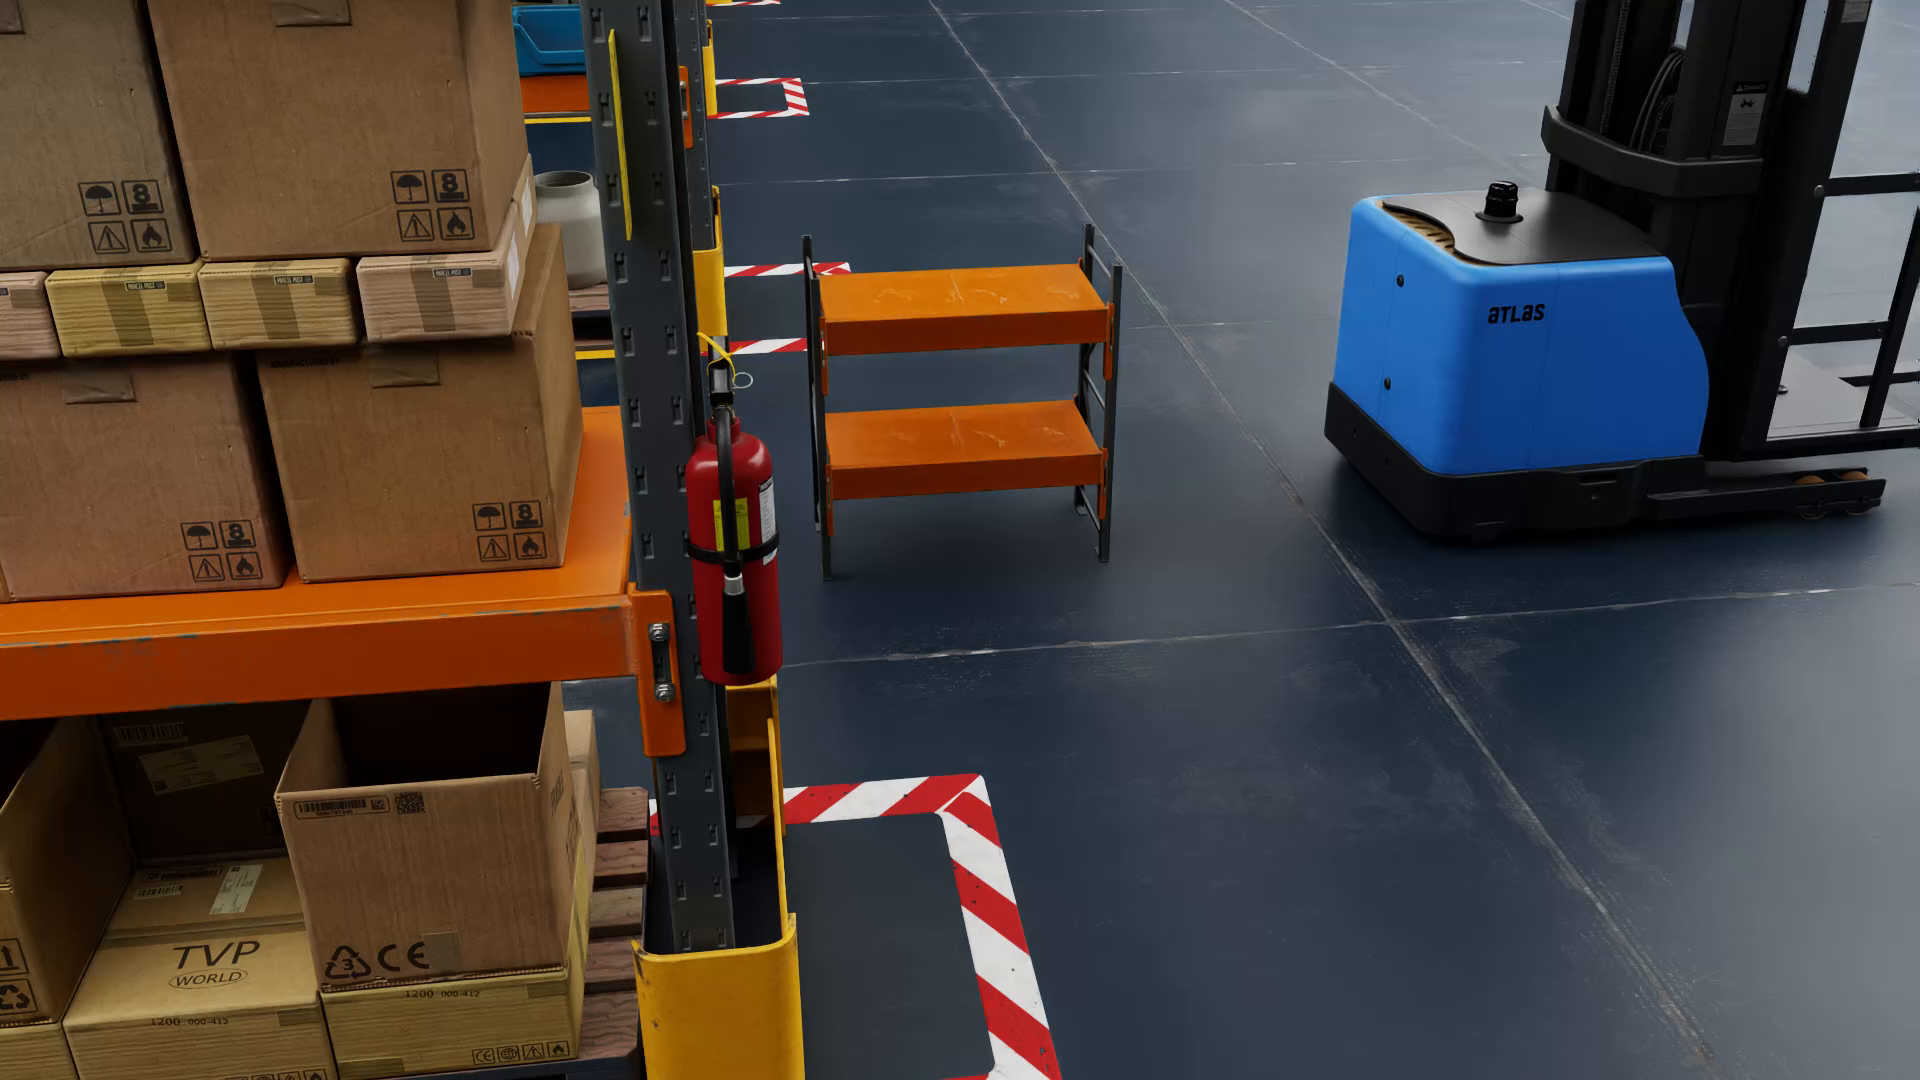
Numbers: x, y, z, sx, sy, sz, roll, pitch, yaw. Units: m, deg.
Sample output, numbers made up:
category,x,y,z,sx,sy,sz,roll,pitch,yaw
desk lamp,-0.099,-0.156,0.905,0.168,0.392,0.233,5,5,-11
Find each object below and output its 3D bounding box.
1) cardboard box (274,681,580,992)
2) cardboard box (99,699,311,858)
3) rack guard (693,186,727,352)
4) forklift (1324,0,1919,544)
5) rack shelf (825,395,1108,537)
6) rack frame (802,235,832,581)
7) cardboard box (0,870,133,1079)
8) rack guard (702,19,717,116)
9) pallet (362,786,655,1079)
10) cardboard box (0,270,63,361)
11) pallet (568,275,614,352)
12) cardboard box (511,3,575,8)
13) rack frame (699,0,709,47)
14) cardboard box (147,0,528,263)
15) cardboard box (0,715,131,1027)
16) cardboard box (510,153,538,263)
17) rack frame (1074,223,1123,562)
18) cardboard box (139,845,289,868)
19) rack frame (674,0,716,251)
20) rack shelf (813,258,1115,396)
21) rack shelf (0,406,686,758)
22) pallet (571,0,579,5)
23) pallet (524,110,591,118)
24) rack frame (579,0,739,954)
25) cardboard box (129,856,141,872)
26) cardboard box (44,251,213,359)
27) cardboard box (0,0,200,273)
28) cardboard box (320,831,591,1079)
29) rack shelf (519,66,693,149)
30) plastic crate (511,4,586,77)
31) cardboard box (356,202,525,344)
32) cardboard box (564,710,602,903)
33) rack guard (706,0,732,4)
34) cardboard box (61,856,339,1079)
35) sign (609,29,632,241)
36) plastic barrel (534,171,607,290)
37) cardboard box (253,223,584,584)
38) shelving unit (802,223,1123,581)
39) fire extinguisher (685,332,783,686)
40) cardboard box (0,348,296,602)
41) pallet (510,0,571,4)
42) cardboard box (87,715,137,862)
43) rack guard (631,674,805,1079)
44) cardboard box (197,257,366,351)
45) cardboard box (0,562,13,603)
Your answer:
category,x,y,z,sx,sy,sz,roll,pitch,yaw
cardboard box,-1.107,0.584,3.556,0.500,0.500,0.500,-4,27,-7
cardboard box,-1.675,0.382,3.951,0.500,0.500,0.500,-4,27,-7
rack guard,-1.373,-1.389,8.409,0.348,0.500,1.175,-4,27,-7
forklift,3.090,-1.614,6.185,3.031,2.935,1.130,-5,28,-10
rack shelf,-0.007,-0.282,6.104,1.000,0.278,0.538,-4,27,-7
rack frame,-0.510,-0.468,5.929,0.032,1.125,0.500,-4,27,-7
cardboard box,-2.096,0.987,3.593,0.500,0.250,0.500,-4,27,-7
rack guard,-2.069,-3.649,12.814,0.348,0.500,1.175,-4,27,-7
pallet,-1.369,1.021,4.029,1.213,0.211,1.003,-4,27,-7
cardboard box,-1.731,-0.461,3.043,0.250,0.149,0.380,-3,27,-6
pallet,-2.178,-1.211,8.379,1.213,0.211,1.003,-4,27,-7
cardboard box,-3.202,-3.755,12.560,0.500,0.500,0.500,3,27,6
rack frame,-1.994,-4.766,12.253,0.127,3.000,1.000,-4,27,-7
cardboard box,-1.134,-0.882,3.152,0.500,0.500,0.700,-4,27,-7
cardboard box,-2.096,0.654,3.419,0.500,0.500,0.500,-4,27,-7
cardboard box,-1.036,-0.693,3.494,0.250,0.149,0.380,-4,27,-7
rack frame,0.497,-0.532,6.055,0.032,1.125,0.500,-4,27,-7
cardboard box,-1.674,0.716,4.120,0.500,0.250,0.500,-4,27,-7
rack frame,-1.304,-2.527,7.889,0.127,3.000,1.000,-4,27,-7
rack shelf,-0.007,-0.760,5.859,1.000,0.278,0.538,-4,27,-7
rack shelf,-2.598,0.160,3.441,4.000,0.370,1.077,-4,27,-7
pallet,-3.366,-5.688,17.104,1.213,0.211,1.003,-4,27,-7
pallet,-2.879,-3.485,12.810,1.213,0.211,1.003,-4,27,-7
rack frame,-0.618,-0.287,3.524,0.127,3.000,1.000,-4,27,-7
cardboard box,-2.170,0.748,4.059,0.500,0.250,0.500,-4,27,-7
cardboard box,-1.482,-0.476,3.073,0.250,0.149,0.380,-4,27,-8
cardboard box,-1.654,-0.846,3.082,0.500,0.500,0.700,-4,27,-8
cardboard box,-1.108,0.917,3.729,0.500,0.250,0.500,-4,27,-7
rack shelf,-3.285,-2.080,7.805,4.000,0.370,1.077,-4,27,-7
plastic crate,-1.758,-2.294,7.597,0.616,0.251,0.499,-4,27,-7
cardboard box,-0.970,-0.510,3.138,0.250,0.149,0.380,-4,27,-8
cardboard box,-1.180,0.683,4.186,0.500,0.250,0.500,-4,27,-7
rack guard,-2.561,-5.904,17.209,0.348,0.500,1.175,-4,27,-7
cardboard box,-1.601,0.954,3.657,0.500,0.250,0.500,-4,27,-7
sign,-0.556,-0.662,2.726,0.005,0.325,0.100,-4,27,-7
plastic barrel,-1.945,-1.530,8.212,0.421,0.512,0.421,0,27,0
cardboard box,-1.082,-0.308,3.455,0.500,0.500,0.700,-4,27,-7
shelving unit,-0.007,-0.500,5.992,1.048,1.125,0.538,-4,27,-7
fire extinguisher,-0.436,-0.050,3.147,0.183,0.674,0.296,-4,27,-7
cardboard box,-1.601,-0.272,3.385,0.500,0.500,0.700,-3,27,-6
pallet,-4.571,-5.612,16.955,1.213,0.211,1.003,-4,27,-7
cardboard box,-2.168,0.419,3.877,0.500,0.500,0.500,-4,27,-7
rack guard,-0.594,0.823,4.098,0.348,0.500,1.175,-4,27,-7
cardboard box,-1.229,-0.493,3.104,0.250,0.149,0.380,-3,27,-6
cardboard box,-2.094,-0.243,3.329,0.500,0.500,0.700,-3,27,-7
